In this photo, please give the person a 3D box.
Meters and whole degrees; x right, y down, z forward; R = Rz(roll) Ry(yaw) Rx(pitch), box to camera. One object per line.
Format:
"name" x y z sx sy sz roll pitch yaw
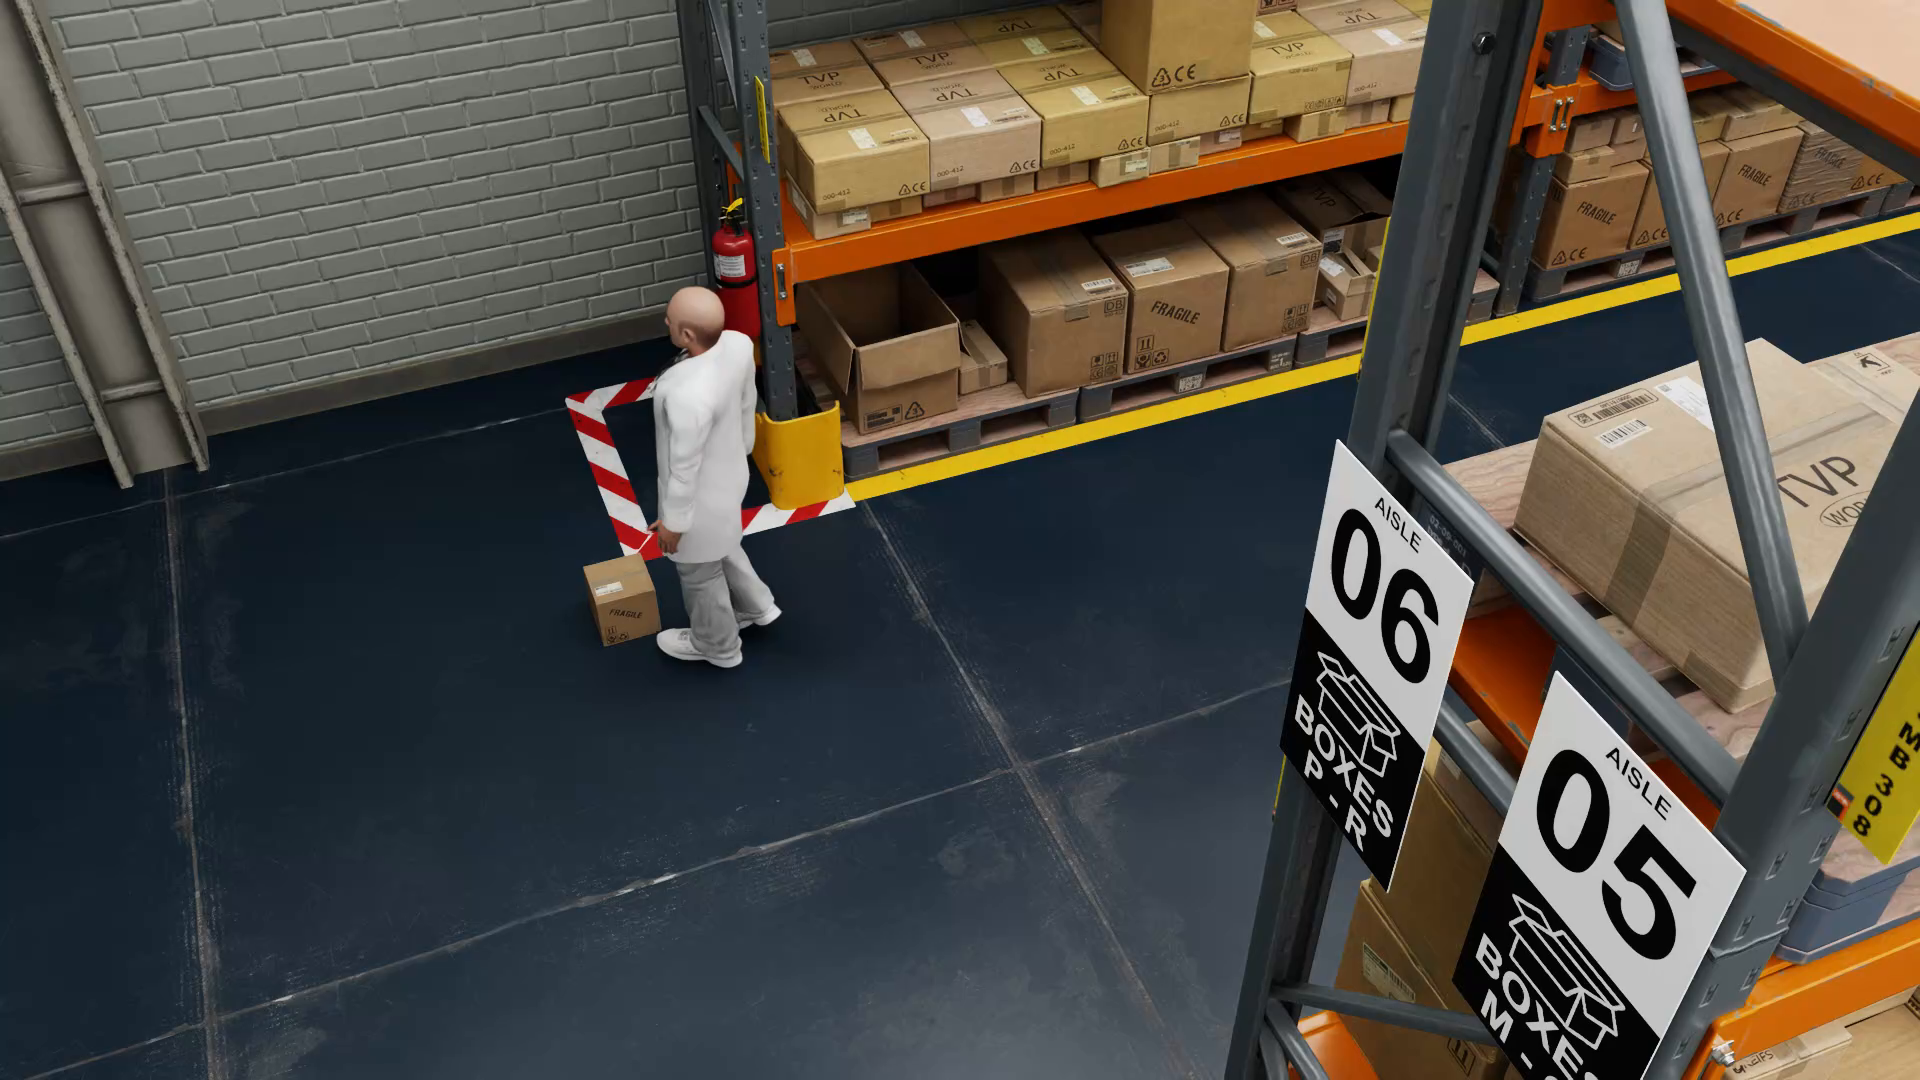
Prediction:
"person" -1.019 -0.196 6.414 0.483 1.830 0.617 11 42 13
